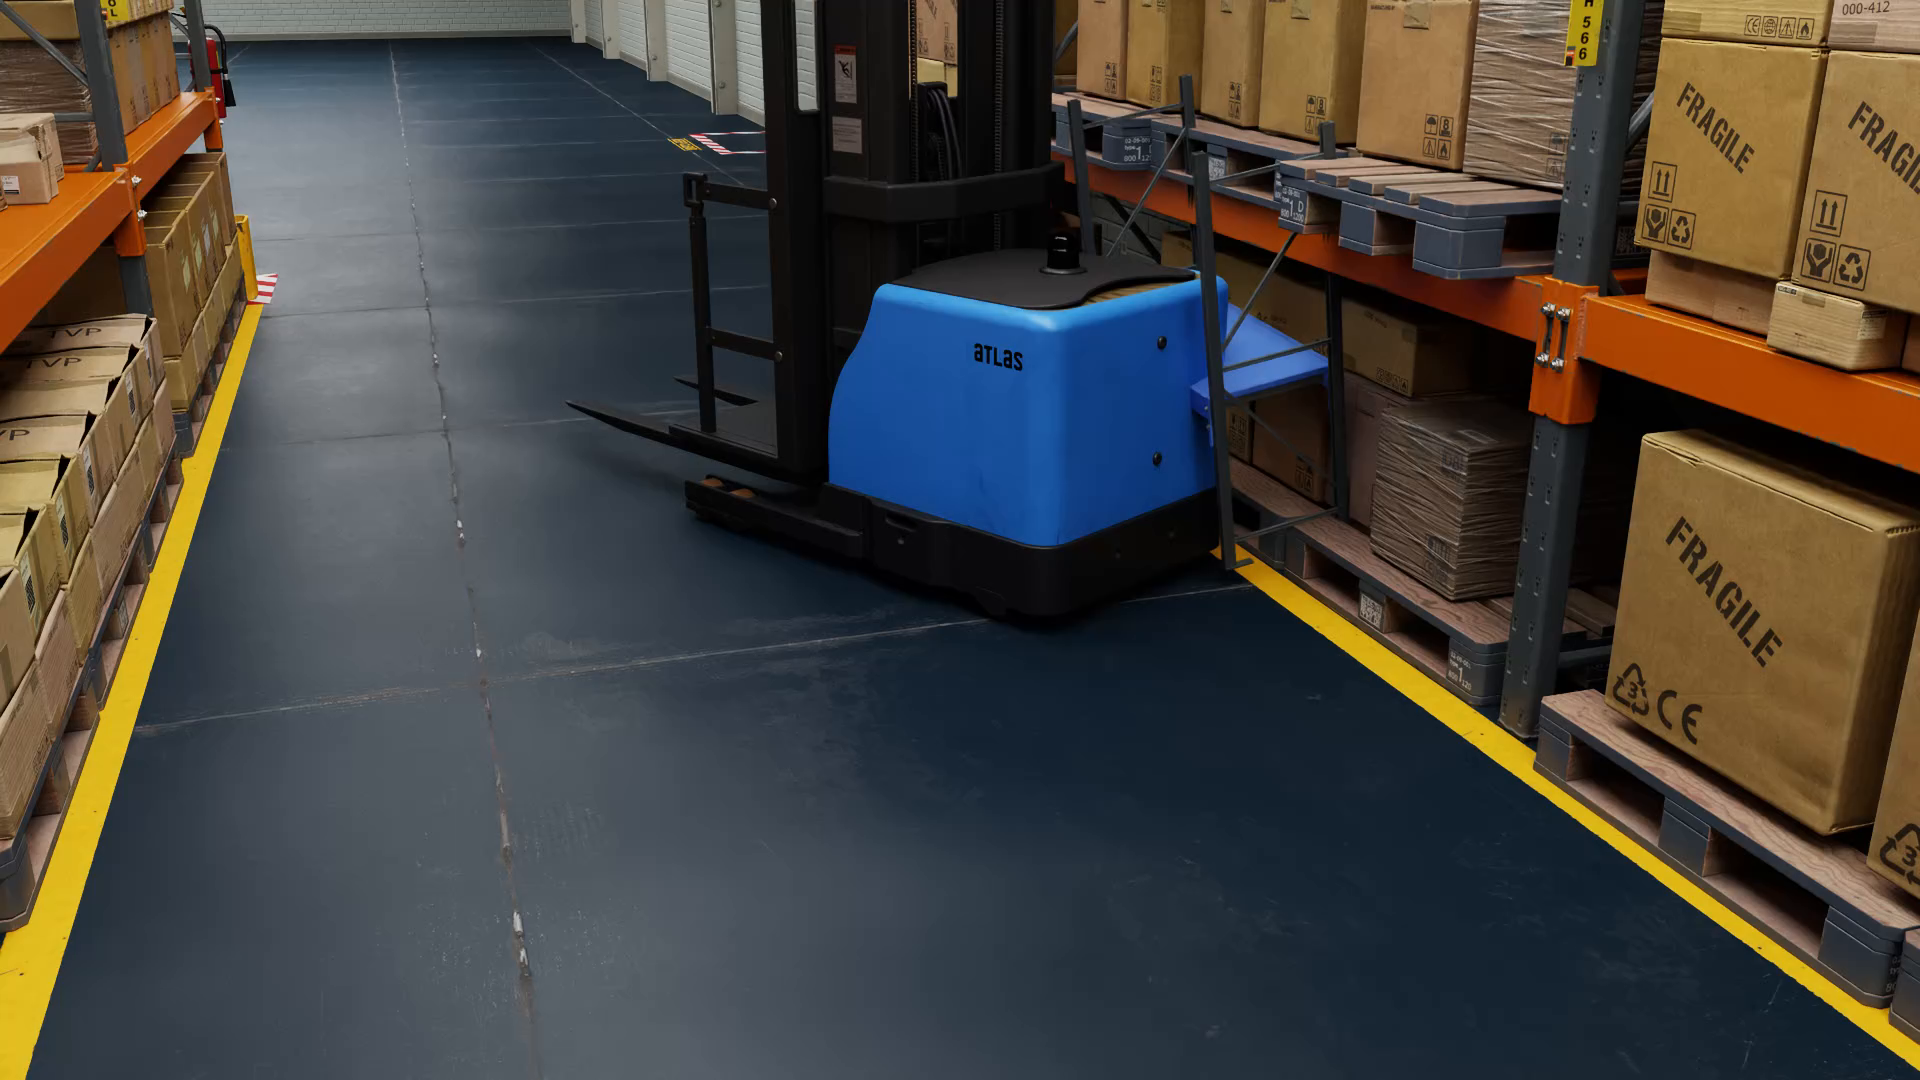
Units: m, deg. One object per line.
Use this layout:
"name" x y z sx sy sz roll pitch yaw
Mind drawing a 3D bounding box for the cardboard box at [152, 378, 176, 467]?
"cardboard box" -3.476 -0.458 6.702 0.500 0.250 0.500 -7 21 -18

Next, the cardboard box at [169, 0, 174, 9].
"cardboard box" -4.838 -3.191 9.755 0.380 0.149 0.250 -7 21 -18

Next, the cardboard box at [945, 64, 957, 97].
"cardboard box" 0.235 -2.404 8.864 0.500 0.250 0.500 -6 21 -17

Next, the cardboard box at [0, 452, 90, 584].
"cardboard box" -2.841 -0.072 4.796 0.500 0.311 0.500 -7 21 -19

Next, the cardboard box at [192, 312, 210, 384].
"cardboard box" -3.892 -0.903 7.938 0.500 0.250 0.500 -6 21 -17

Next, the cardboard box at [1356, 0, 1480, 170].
"cardboard box" 1.719 -1.481 5.304 0.700 0.500 0.500 -8 21 -22

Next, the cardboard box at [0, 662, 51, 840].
"cardboard box" -2.510 0.524 3.967 0.500 0.250 0.500 -6 21 -17

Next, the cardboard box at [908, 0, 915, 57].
"cardboard box" -0.097 -3.084 9.649 0.500 0.500 0.500 -6 21 -16

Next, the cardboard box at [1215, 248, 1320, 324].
"cardboard box" 1.376 -1.026 6.774 0.500 0.250 0.500 -7 21 -19

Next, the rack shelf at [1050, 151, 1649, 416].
"rack shelf" 1.449 -1.204 6.396 1.077 0.370 4.000 -6 21 -17

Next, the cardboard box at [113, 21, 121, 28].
"cardboard box" -4.104 -2.444 7.676 0.380 0.149 0.250 -7 21 -19

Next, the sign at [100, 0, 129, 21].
"sign" -3.369 -2.225 6.579 0.100 0.325 0.005 -6 21 -17

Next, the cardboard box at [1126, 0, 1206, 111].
"cardboard box" 1.116 -2.092 7.004 0.700 0.500 0.500 -4 20 -12

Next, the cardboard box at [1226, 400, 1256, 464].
"cardboard box" 1.399 -0.652 6.842 0.700 0.500 0.500 -6 21 -17

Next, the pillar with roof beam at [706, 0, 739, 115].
"pillar with roof beam" -7.255 -9.552 19.699 9.100 9.000 0.400 -6 21 -17

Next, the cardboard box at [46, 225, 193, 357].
"cardboard box" -3.730 -1.096 7.366 0.500 0.500 0.500 -6 21 -17

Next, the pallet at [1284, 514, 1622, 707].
"pallet" 1.833 0.161 5.657 1.003 0.211 1.213 -6 21 -17

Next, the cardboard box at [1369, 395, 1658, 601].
"cardboard box" 1.801 -0.157 5.463 0.700 0.500 0.500 -6 21 -16

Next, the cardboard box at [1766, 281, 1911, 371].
"cardboard box" 2.035 -0.486 3.674 0.380 0.149 0.250 -6 21 -16

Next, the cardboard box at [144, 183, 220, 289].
"cardboard box" -4.203 -1.577 8.706 0.500 0.500 0.500 -6 21 -17

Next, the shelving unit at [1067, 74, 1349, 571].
"shelving unit" 0.902 -0.820 6.077 0.538 1.500 1.048 -16 28 -14

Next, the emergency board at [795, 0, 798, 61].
"emergency board" -2.022 -6.058 18.845 0.194 1.169 0.643 -6 21 -17

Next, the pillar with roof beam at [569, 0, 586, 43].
"pillar with roof beam" -12.912 -15.329 35.781 9.100 9.000 0.400 -6 21 -17

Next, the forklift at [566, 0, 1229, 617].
"forklift" -0.454 -1.525 6.328 3.031 2.935 1.130 18 26 40

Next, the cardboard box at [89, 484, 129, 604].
"cardboard box" -2.999 0.032 5.337 0.500 0.250 0.500 -6 21 -16

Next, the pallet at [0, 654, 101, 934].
"pallet" -2.846 0.671 4.237 1.003 0.211 1.213 -6 21 -17

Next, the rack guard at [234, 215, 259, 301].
"rack guard" -5.146 -1.772 10.610 1.175 0.500 0.348 -6 21 -17

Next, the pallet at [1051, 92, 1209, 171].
"pallet" 0.922 -1.834 7.368 1.003 0.211 1.213 -6 21 -17

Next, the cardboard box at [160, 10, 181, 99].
"cardboard box" -5.004 -2.837 9.728 0.700 0.500 0.500 -6 21 -17

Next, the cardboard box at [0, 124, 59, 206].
"cardboard box" -3.431 -1.331 5.884 0.396 0.266 0.258 -7 21 -19

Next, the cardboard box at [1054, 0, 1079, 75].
"cardboard box" 0.378 -2.595 8.287 0.500 0.500 0.500 -6 21 -17

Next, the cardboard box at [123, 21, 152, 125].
"cardboard box" -4.515 -2.340 8.346 0.700 0.500 0.500 -6 21 -16

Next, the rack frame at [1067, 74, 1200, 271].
"rack frame" 0.734 -1.018 6.514 0.500 1.500 0.032 -16 28 -14

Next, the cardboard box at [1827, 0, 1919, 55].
"cardboard box" 2.145 -1.105 3.328 0.500 0.250 0.500 -7 21 -18

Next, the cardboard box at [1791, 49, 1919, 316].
"cardboard box" 2.143 -0.745 3.436 0.500 0.500 0.500 -6 21 -15

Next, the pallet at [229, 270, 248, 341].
"pallet" -4.859 -1.387 9.967 1.003 0.211 1.213 -6 21 -17

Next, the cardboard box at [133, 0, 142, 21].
"cardboard box" -4.348 -2.693 8.369 0.380 0.149 0.250 -7 21 -18

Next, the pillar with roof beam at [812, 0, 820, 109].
"pillar with roof beam" -5.369 -7.627 14.338 9.100 9.000 0.400 -6 21 -17

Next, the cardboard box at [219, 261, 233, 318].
"cardboard box" -4.362 -1.384 9.279 0.500 0.250 0.500 -6 21 -17

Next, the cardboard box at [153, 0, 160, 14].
"cardboard box" -4.597 -2.944 9.067 0.380 0.149 0.250 -6 21 -16

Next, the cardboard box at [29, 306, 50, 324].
"cardboard box" -4.381 -1.201 7.659 0.500 0.500 0.500 -6 21 -17

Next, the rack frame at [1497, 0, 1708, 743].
"rack frame" 2.077 -0.901 4.487 1.000 3.000 0.127 -6 21 -17

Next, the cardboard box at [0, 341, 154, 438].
"cardboard box" -3.312 -0.559 6.151 0.500 0.311 0.500 -6 21 -16
